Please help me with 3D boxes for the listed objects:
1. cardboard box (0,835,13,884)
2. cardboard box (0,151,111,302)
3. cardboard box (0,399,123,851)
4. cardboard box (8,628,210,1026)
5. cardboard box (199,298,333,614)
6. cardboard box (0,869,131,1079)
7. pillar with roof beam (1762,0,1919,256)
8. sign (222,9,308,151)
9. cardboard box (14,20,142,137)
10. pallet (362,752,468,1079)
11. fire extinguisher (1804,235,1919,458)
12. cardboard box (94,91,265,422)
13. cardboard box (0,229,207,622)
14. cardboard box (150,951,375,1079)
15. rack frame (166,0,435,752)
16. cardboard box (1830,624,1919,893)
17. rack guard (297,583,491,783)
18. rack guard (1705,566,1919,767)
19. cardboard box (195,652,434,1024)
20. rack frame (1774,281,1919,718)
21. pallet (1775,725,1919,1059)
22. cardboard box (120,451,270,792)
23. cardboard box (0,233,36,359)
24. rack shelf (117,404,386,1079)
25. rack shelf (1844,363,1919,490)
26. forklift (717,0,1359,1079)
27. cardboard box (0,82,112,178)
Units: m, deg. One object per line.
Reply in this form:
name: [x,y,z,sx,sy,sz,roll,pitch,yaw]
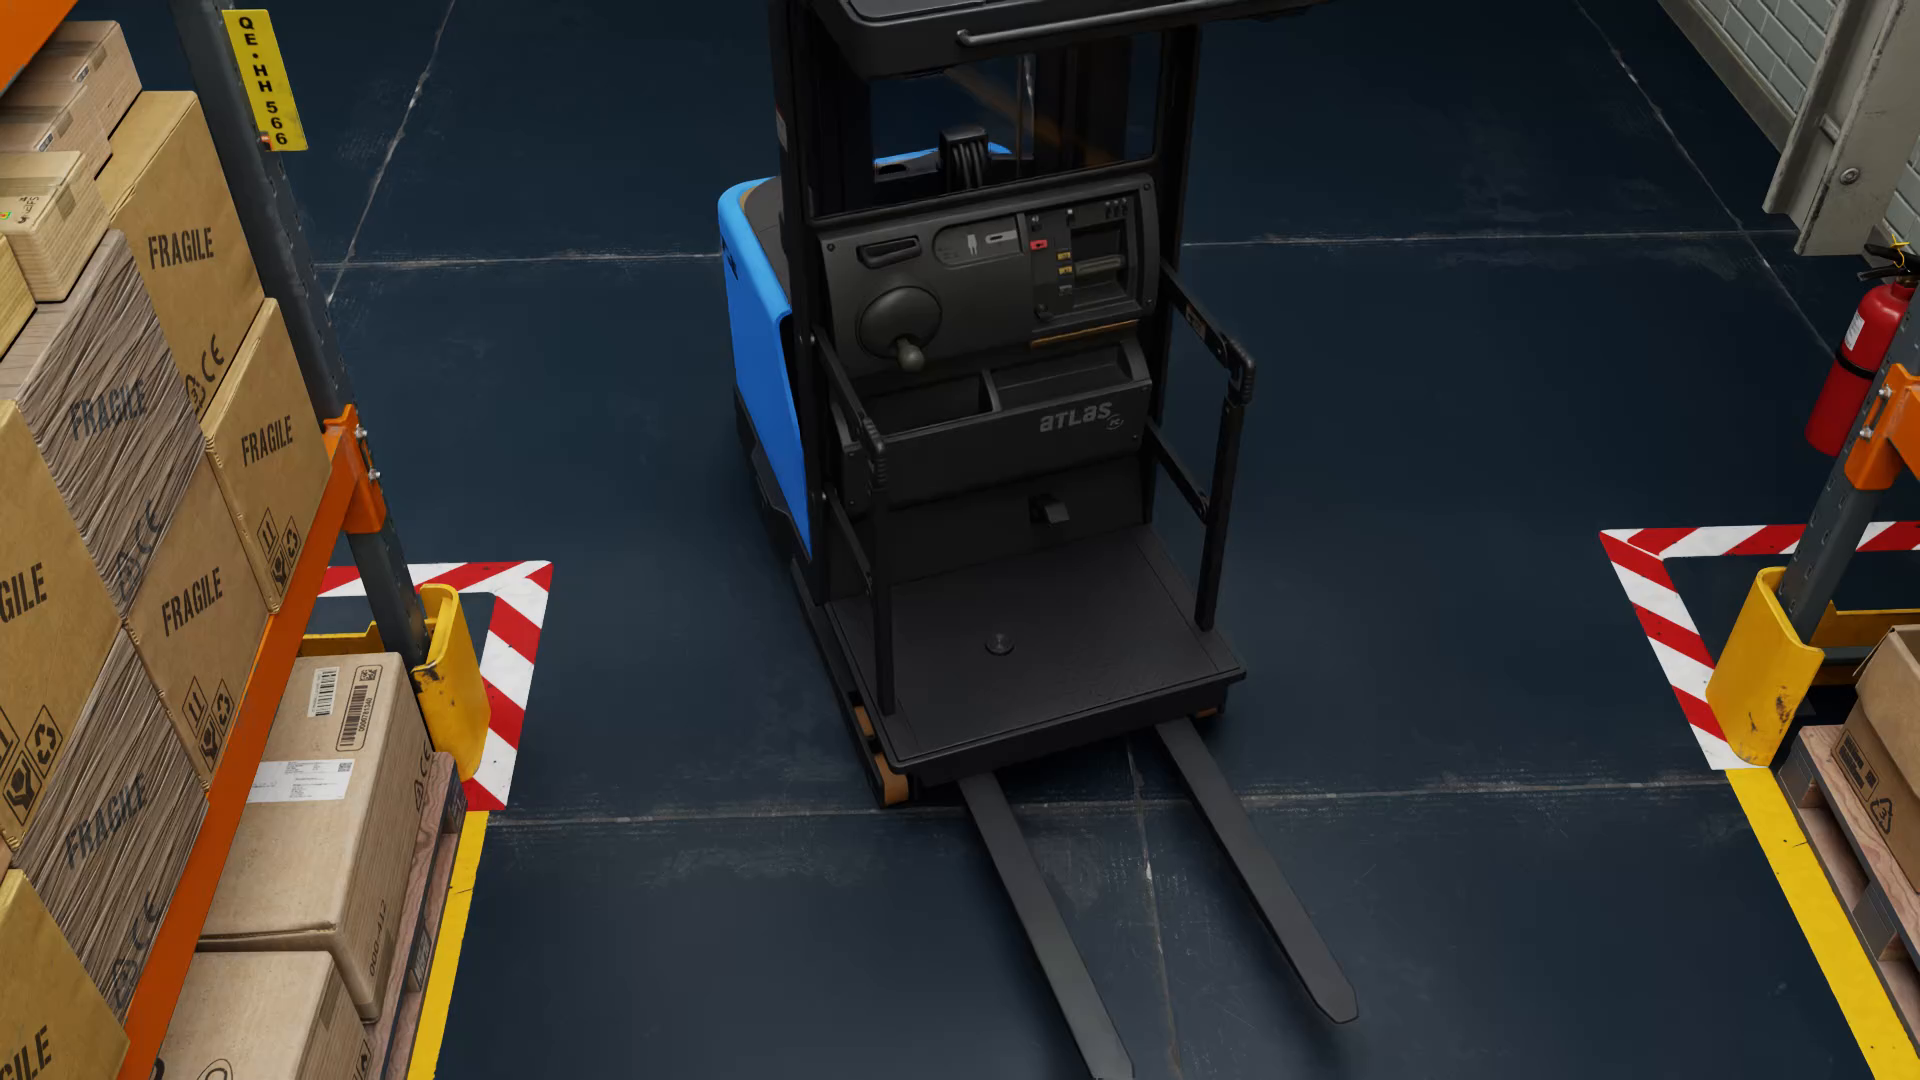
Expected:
cardboard box: [-1.688,0.477,2.196,0.500,0.500,0.500,-2,43,-2]
cardboard box: [-1.690,-0.527,2.811,0.380,0.149,0.250,-2,43,-2]
cardboard box: [-1.708,0.137,2.566,0.500,0.500,0.500,-2,43,-2]
cardboard box: [-1.712,0.506,2.905,0.500,0.500,0.500,-1,43,-1]
cardboard box: [-1.750,-0.181,3.653,0.500,0.500,0.500,-1,43,-2]
cardboard box: [-1.677,0.854,2.525,0.500,0.500,0.500,0,43,-1]
pillar with roof beam: [-0.591,-4.541,4.044,9.100,9.000,0.400,-2,43,-2]
sign: [-1.492,-0.982,3.569,0.100,0.325,0.005,-2,43,-2]
cardboard box: [-1.820,-0.870,3.185,0.380,0.149,0.250,-1,43,-1]
pallet: [-1.923,1.104,4.390,1.003,0.211,1.213,-2,43,-2]
fire extinguisher: [2.456,-0.527,4.438,0.296,0.674,0.183,-2,43,-2]
cardboard box: [-1.777,-0.549,3.315,0.500,0.500,0.500,0,43,0]
cardboard box: [-1.725,-0.197,2.931,0.500,0.500,0.500,-2,43,-2]
cardboard box: [-1.860,1.388,3.601,0.875,0.438,0.875,-1,43,-1]
rack frame: [-2.035,-0.462,4.034,1.000,3.000,0.127,-2,43,-2]
cardboard box: [2.855,0.574,4.440,0.797,0.503,0.637,-3,43,-3]
rack guard: [-2.036,0.443,4.896,1.175,0.500,0.348,-2,43,-2]
rack guard: [2.927,0.366,4.981,1.175,0.500,0.348,-2,43,-2]
cardboard box: [-1.907,0.771,4.275,0.875,0.438,0.875,-3,43,-3]
rack frame: [2.924,-0.607,4.192,1.000,3.000,0.127,-2,43,-2]
pallet: [2.962,1.011,4.491,1.003,0.211,1.213,-2,43,-2]
cardboard box: [-1.744,0.159,3.283,0.500,0.500,0.500,-2,43,-3]
cardboard box: [-1.720,-0.356,2.625,0.380,0.149,0.250,-1,43,-1]
rack shelf: [-1.950,1.154,2.804,1.077,0.370,4.000,-2,43,-2]
rack shelf: [3.009,1.009,2.962,1.077,0.370,4.000,-2,43,-2]
forklift: [0.167,-0.619,4.256,1.130,2.935,3.031,-14,44,-14]
cardboard box: [-1.785,-0.699,2.999,0.380,0.149,0.250,-1,43,-1]
